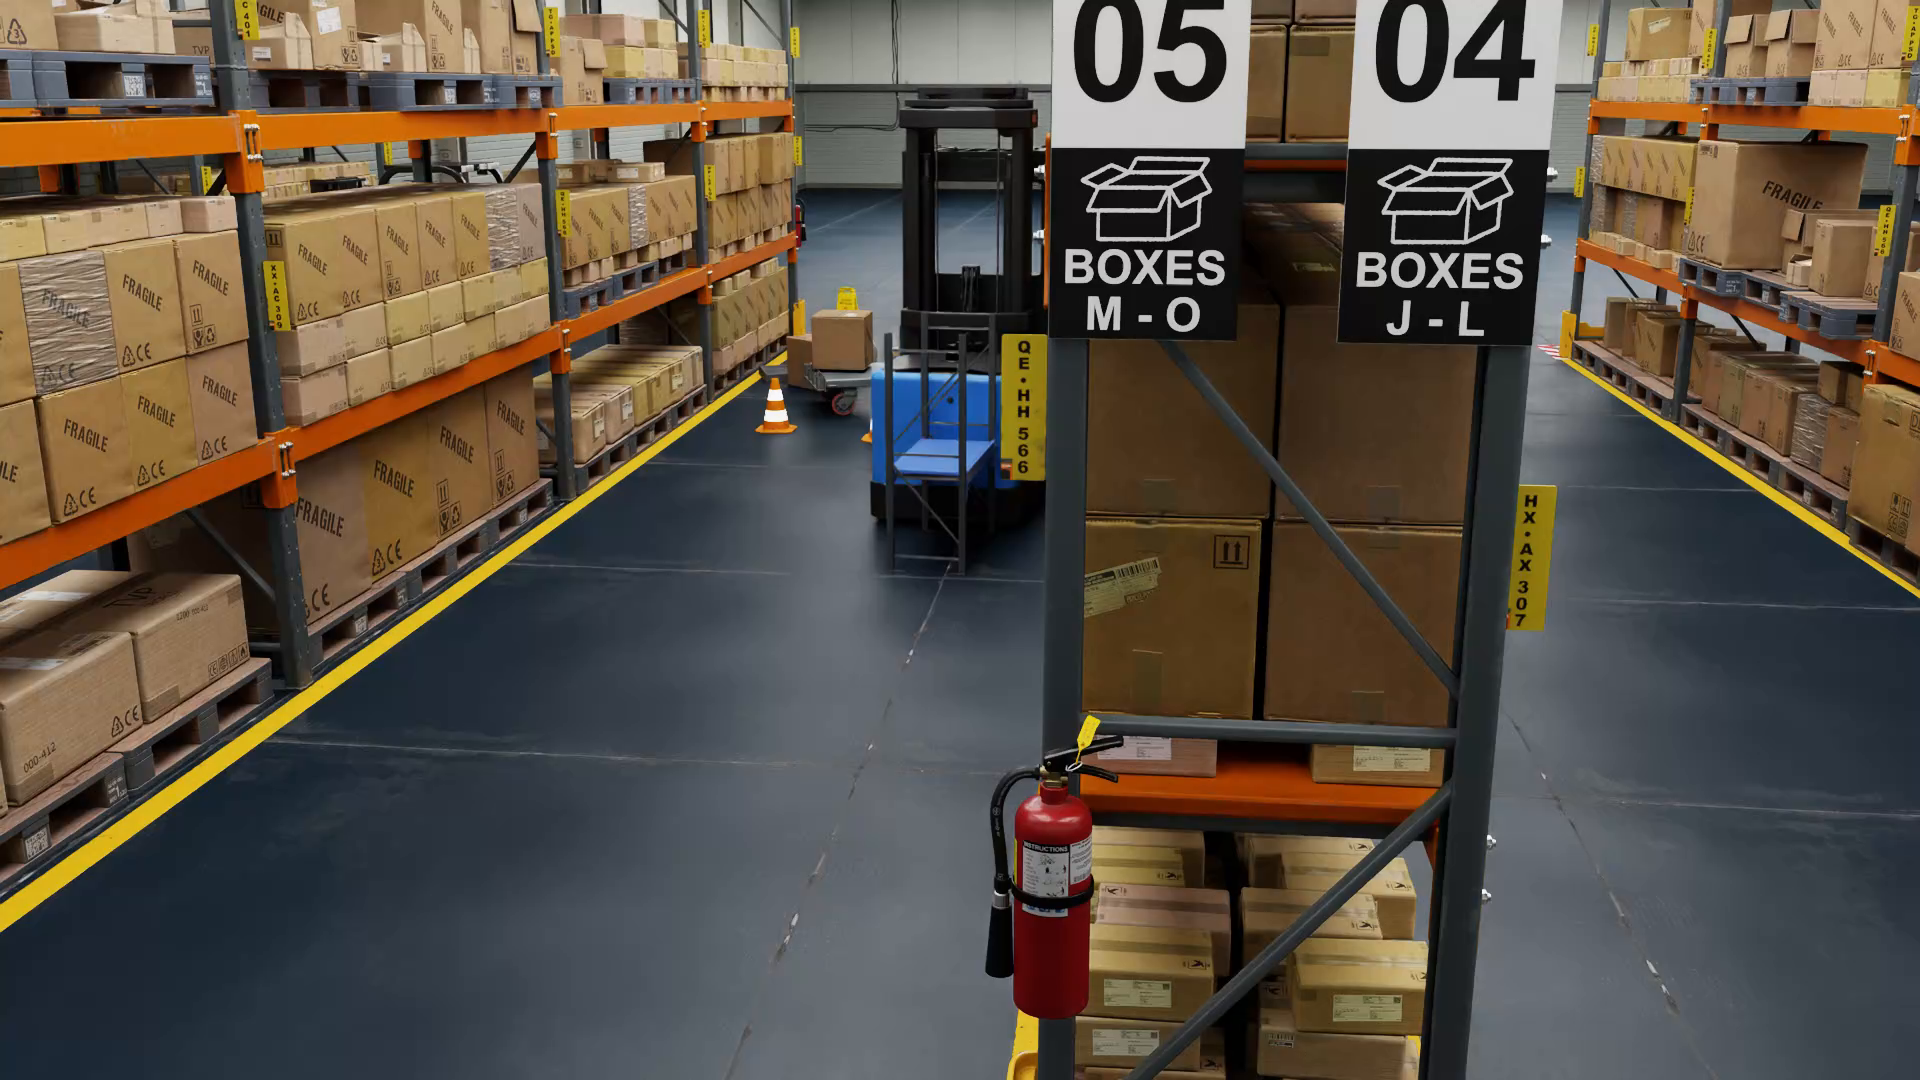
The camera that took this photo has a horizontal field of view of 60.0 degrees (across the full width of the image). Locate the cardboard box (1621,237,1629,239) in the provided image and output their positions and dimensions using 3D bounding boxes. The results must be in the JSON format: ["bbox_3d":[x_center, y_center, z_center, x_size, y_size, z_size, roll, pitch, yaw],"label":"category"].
[{"bbox_3d":[7.009,-3.023,17.076,0.380,0.149,0.250,2,15,6],"label":"cardboard box"}]

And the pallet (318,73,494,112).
[{"bbox_3d":[-3.480,-2.650,9.833,1.003,0.211,1.213,2,15,9],"label":"pallet"}]

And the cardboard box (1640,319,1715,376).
[{"bbox_3d":[7.095,-1.909,16.458,0.500,0.500,0.500,0,15,1],"label":"cardboard box"}]

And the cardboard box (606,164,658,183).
[{"bbox_3d":[-2.786,-3.120,14.146,0.380,0.149,0.250,1,15,4],"label":"cardboard box"}]

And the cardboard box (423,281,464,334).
[{"bbox_3d":[-3.289,-1.387,9.875,0.500,0.250,0.500,1,15,5],"label":"cardboard box"}]

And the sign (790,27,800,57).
[{"bbox_3d":[-1.885,-5.681,18.983,0.100,0.325,0.005,2,15,6],"label":"sign"}]

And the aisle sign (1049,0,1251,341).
[{"bbox_3d":[0.384,-0.803,3.404,0.394,0.787,0.004,2,15,6],"label":"aisle sign"}]

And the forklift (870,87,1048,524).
[{"bbox_3d":[0.171,-1.866,12.449,1.130,2.935,3.031,3,15,11],"label":"forklift"}]

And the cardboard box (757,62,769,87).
[{"bbox_3d":[-2.336,-4.941,17.658,0.500,0.250,0.500,2,15,8],"label":"cardboard box"}]

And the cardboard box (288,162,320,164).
[{"bbox_3d":[-7.709,-4.329,19.423,0.380,0.149,0.250,2,15,8],"label":"cardboard box"}]

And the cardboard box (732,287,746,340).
[{"bbox_3d":[-2.502,-2.311,16.990,0.500,0.500,0.500,2,15,9],"label":"cardboard box"}]

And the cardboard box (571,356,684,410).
[{"bbox_3d":[-3.020,-1.401,14.828,0.950,0.372,0.625,3,15,10],"label":"cardboard box"}]

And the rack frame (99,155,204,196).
[{"bbox_3d":[-7.818,-2.935,16.270,1.000,3.000,0.127,2,15,6],"label":"rack frame"}]

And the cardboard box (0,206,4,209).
[{"bbox_3d":[-4.171,-1.288,6.827,0.380,0.149,0.250,2,15,6],"label":"cardboard box"}]

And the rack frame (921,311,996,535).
[{"bbox_3d":[-0.012,-0.774,11.150,0.500,1.500,0.032,3,15,11],"label":"rack frame"}]

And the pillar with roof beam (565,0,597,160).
[{"bbox_3d":[-2.709,-9.700,29.795,9.100,9.000,0.400,2,15,6],"label":"pillar with roof beam"}]

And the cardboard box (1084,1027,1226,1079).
[{"bbox_3d":[0.542,1.473,4.625,0.380,0.149,0.250,2,15,7],"label":"cardboard box"}]

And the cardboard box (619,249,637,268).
[{"bbox_3d":[-2.885,-2.330,13.710,0.380,0.149,0.250,2,15,8],"label":"cardboard box"}]

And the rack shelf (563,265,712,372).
[{"bbox_3d":[-3.111,-1.924,13.908,1.077,0.370,4.000,2,15,6],"label":"rack shelf"}]

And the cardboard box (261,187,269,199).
[{"bbox_3d":[-7.390,-3.569,17.179,0.380,0.149,0.250,2,15,7],"label":"cardboard box"}]

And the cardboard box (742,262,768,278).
[{"bbox_3d":[-2.303,-2.932,18.041,0.380,0.149,0.250,2,15,9],"label":"cardboard box"}]

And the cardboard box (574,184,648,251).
[{"bbox_3d":[-2.887,-2.660,13.685,0.500,0.500,0.500,1,15,4],"label":"cardboard box"}]

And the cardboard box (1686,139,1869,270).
[{"bbox_3d":[6.732,-2.788,13.773,1.000,1.000,1.000,2,15,7],"label":"cardboard box"}]

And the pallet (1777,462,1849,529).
[{"bbox_3d":[6.599,-0.317,11.930,1.003,0.211,1.213,2,15,6],"label":"pallet"}]

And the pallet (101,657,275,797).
[{"bbox_3d":[-3.952,0.826,7.702,1.003,0.211,1.213,2,15,6],"label":"pallet"}]

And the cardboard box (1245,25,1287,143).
[{"bbox_3d":[0.479,-1.059,3.874,0.500,0.250,0.500,1,15,5],"label":"cardboard box"}]

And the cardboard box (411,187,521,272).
[{"bbox_3d":[-3.185,-2.008,10.735,0.500,0.500,0.500,2,15,7],"label":"cardboard box"}]

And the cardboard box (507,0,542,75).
[{"bbox_3d":[-3.230,-3.351,11.058,0.797,0.503,0.637,1,15,3],"label":"cardboard box"}]

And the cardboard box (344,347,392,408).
[{"bbox_3d":[-3.419,-0.883,8.969,0.500,0.250,0.500,1,15,5],"label":"cardboard box"}]

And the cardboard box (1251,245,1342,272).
[{"bbox_3d":[1.136,-0.606,4.981,0.500,0.500,0.500,1,15,5],"label":"cardboard box"}]

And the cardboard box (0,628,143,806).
[{"bbox_3d":[-4.066,0.711,6.890,0.875,0.438,0.875,1,15,5],"label":"cardboard box"}]

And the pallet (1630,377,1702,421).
[{"bbox_3d":[7.002,-1.327,15.665,1.003,0.211,1.213,2,15,6],"label":"pallet"}]

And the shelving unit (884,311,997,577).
[{"bbox_3d":[-0.111,-0.643,10.668,0.538,1.500,1.048,3,15,11],"label":"shelving unit"}]

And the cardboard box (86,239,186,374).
[{"bbox_3d":[-3.632,-0.984,6.947,0.500,0.500,0.500,1,15,5],"label":"cardboard box"}]

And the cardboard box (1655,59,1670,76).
[{"bbox_3d":[6.854,-4.501,15.837,0.380,0.149,0.250,2,15,9],"label":"cardboard box"}]

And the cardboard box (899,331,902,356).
[{"bbox_3d":[-0.214,-1.915,17.019,0.797,0.637,0.503,2,15,6],"label":"cardboard box"}]

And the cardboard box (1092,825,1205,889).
[{"bbox_3d":[0.579,0.984,5.294,0.380,0.149,0.250,1,15,4],"label":"cardboard box"}]

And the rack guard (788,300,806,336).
[{"bbox_3d":[-2.443,-2.601,19.823,1.175,0.500,0.348,2,15,6],"label":"rack guard"}]

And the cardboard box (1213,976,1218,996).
[{"bbox_3d":[0.549,1.261,4.841,0.380,0.149,0.250,1,15,5],"label":"cardboard box"}]

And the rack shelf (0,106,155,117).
[{"bbox_3d":[-8.044,-3.517,14.054,1.077,0.370,4.000,2,15,6],"label":"rack shelf"}]

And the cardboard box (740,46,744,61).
[{"bbox_3d":[-2.432,-4.979,17.037,0.380,0.149,0.250,2,15,7],"label":"cardboard box"}]

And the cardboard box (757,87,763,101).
[{"bbox_3d":[-2.332,-4.790,17.865,0.380,0.149,0.250,2,15,6],"label":"cardboard box"}]

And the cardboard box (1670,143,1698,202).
[{"bbox_3d":[6.739,-3.297,14.932,0.500,0.500,0.500,2,15,6],"label":"cardboard box"}]

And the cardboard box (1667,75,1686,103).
[{"bbox_3d":[6.822,-4.135,15.247,0.500,0.250,0.500,2,15,8],"label":"cardboard box"}]

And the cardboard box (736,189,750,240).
[{"bbox_3d":[-2.456,-3.348,17.037,0.500,0.500,0.500,2,15,6],"label":"cardboard box"}]

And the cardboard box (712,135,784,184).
[{"bbox_3d":[-2.295,-4.096,17.888,0.700,0.500,0.500,2,15,6],"label":"cardboard box"}]

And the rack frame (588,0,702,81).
[{"bbox_3d":[-2.886,-5.686,14.950,1.000,3.000,0.127,2,15,6],"label":"rack frame"}]

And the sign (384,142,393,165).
[{"bbox_3d":[-6.829,-4.626,19.852,0.100,0.325,0.005,2,15,6],"label":"sign"}]

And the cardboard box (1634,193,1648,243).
[{"bbox_3d":[7.219,-3.194,16.468,0.875,0.500,0.500,2,15,6],"label":"cardboard box"}]

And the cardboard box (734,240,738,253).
[{"bbox_3d":[-2.493,-3.011,17.031,0.380,0.149,0.250,2,15,6],"label":"cardboard box"}]

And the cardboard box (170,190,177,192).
[{"bbox_3d":[-8.043,-3.453,16.752,0.380,0.149,0.250,1,15,5],"label":"cardboard box"}]

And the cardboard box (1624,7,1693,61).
[{"bbox_3d":[6.977,-5.039,16.587,0.500,0.500,0.500,2,15,6],"label":"cardboard box"}]

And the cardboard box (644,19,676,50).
[{"bbox_3d":[-2.824,-4.455,14.671,0.500,0.250,0.500,2,15,8],"label":"cardboard box"}]

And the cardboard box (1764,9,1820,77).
[{"bbox_3d":[6.704,-3.835,12.850,0.797,0.503,0.637,2,15,9],"label":"cardboard box"}]

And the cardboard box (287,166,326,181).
[{"bbox_3d":[-7.242,-4.044,18.368,0.380,0.149,0.250,2,15,7],"label":"cardboard box"}]
